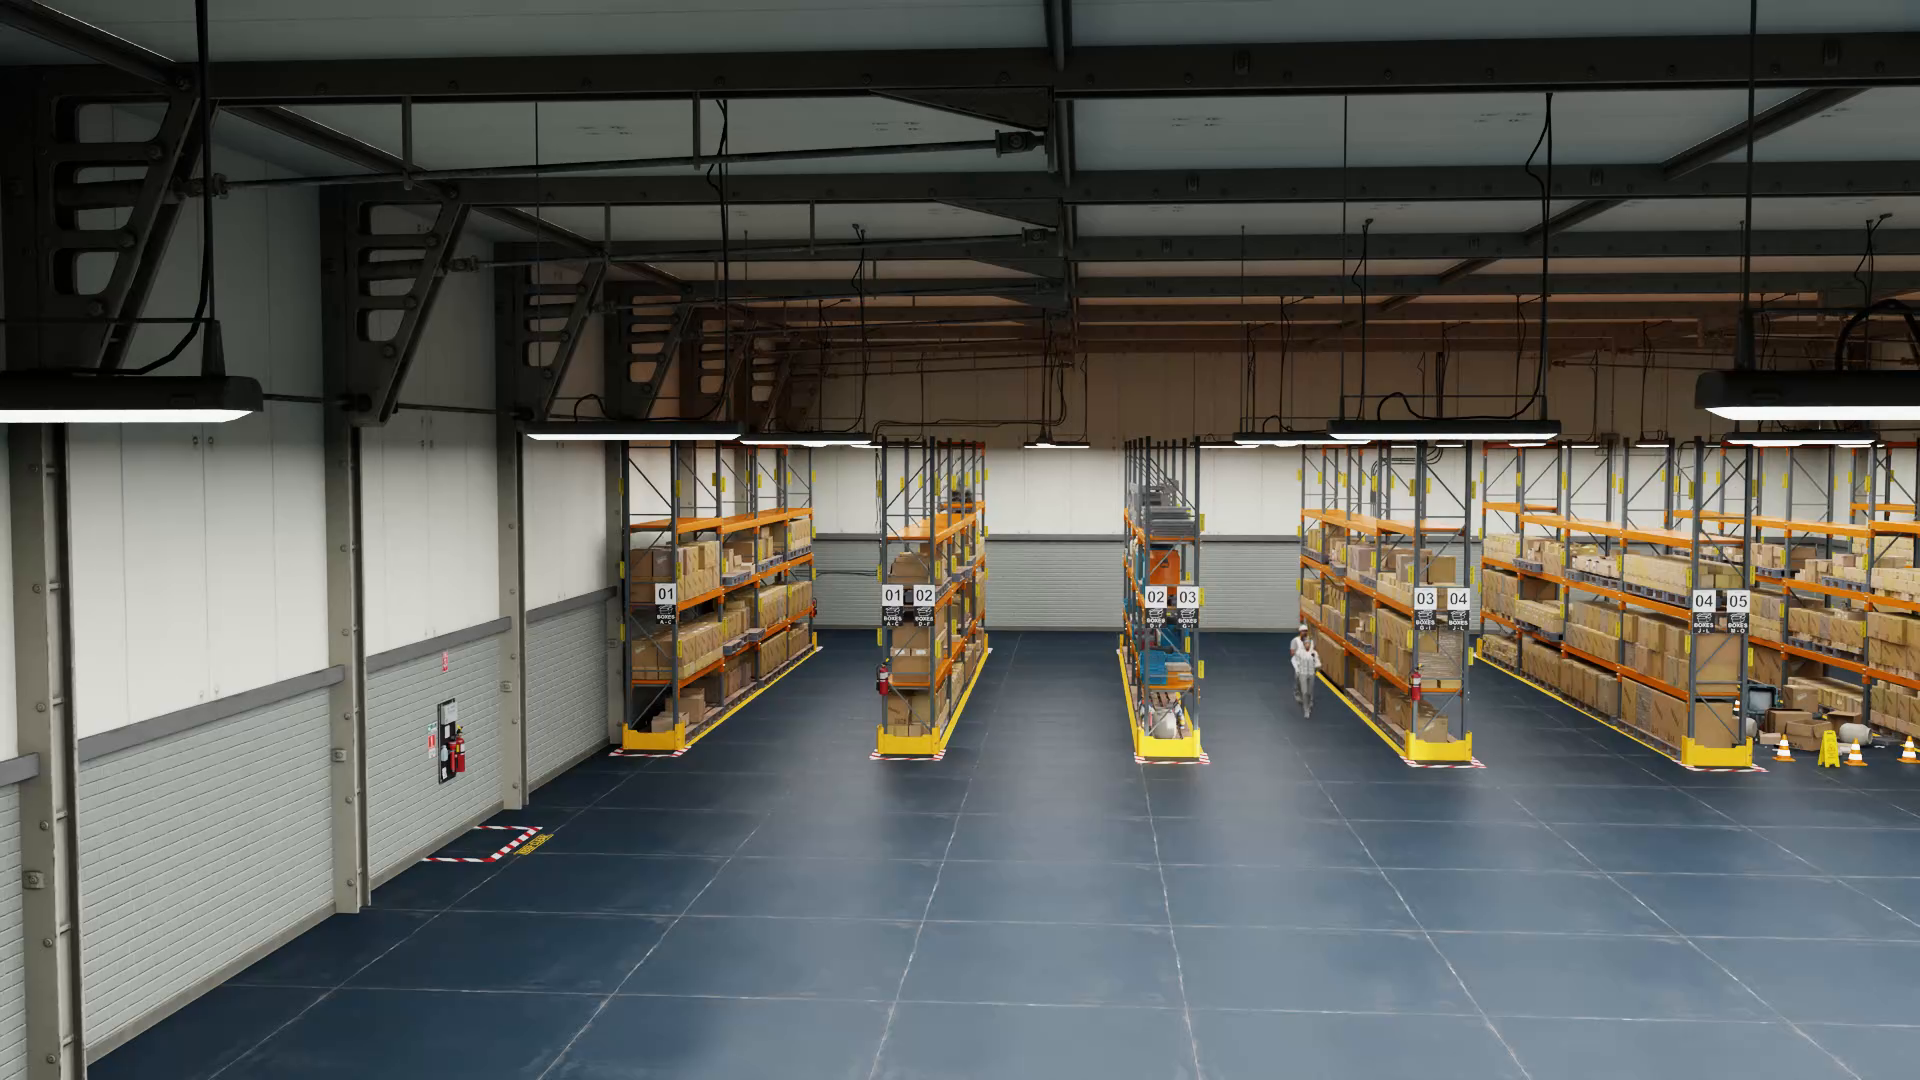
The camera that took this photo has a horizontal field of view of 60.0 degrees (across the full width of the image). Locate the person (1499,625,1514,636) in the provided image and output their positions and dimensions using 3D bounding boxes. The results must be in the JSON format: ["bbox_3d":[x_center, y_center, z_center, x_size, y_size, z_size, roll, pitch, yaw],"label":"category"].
[{"bbox_3d":[15.658,2.384,47.335,0.579,1.615,0.605,0,3,-2],"label":"person"}]

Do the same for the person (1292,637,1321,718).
[{"bbox_3d":[7.506,2.943,35.979,0.607,1.719,0.798,0,3,1],"label":"person"}]

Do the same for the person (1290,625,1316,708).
[{"bbox_3d":[7.742,2.828,37.410,0.662,1.845,0.790,0,3,-1],"label":"person"}]
